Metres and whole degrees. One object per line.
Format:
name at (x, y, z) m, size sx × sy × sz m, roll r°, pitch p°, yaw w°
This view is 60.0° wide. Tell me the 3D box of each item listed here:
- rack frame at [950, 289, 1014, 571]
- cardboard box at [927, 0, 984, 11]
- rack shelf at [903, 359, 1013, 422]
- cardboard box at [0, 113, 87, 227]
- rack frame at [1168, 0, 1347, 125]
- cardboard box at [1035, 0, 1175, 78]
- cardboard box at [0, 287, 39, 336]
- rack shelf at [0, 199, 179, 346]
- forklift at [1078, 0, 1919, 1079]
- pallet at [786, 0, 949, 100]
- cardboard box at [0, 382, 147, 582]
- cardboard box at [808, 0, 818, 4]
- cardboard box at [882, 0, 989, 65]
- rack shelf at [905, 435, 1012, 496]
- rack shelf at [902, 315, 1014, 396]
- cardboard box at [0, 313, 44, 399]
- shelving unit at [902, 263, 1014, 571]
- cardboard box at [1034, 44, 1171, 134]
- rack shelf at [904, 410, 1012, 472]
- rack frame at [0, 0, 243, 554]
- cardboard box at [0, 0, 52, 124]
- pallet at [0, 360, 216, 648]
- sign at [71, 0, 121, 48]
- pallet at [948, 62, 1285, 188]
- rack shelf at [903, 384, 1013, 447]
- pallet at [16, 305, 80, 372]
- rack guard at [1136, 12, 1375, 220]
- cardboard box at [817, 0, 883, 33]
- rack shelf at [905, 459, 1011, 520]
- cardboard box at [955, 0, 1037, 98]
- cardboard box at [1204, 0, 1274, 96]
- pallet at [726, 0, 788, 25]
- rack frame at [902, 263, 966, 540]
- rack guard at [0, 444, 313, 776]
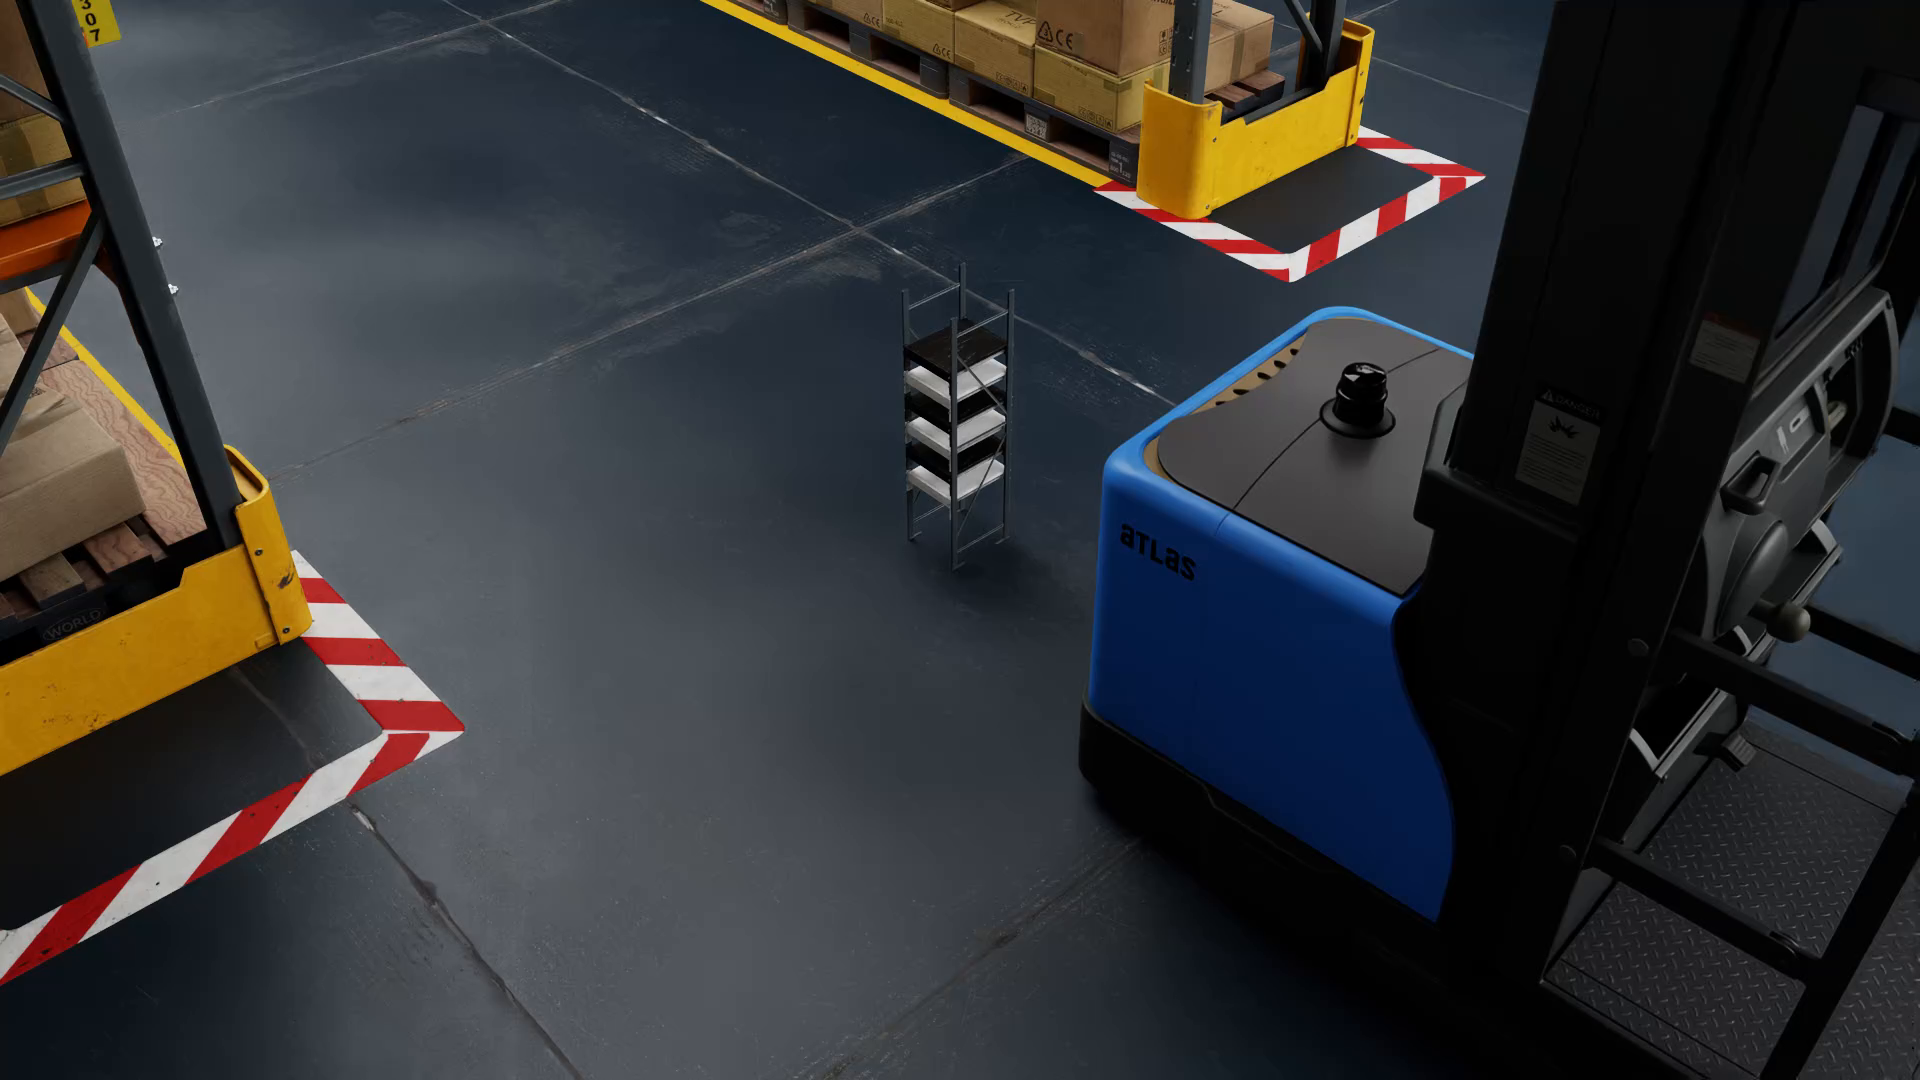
rack frame at (0.063, -0.307, 4.914) m, size 0.240 × 0.900 × 0.006 m, roll -30°, pitch 48°, yaw -32°
cardboard box at (-0.017, -2.779, 7.561) m, size 0.500 × 0.500 × 0.500 m, roll -30°, pitch 48°, yaw -32°
rack shelf at (-0.005, -0.468, 4.880) m, size 0.258 × 0.077 × 0.200 m, roll -30°, pitch 48°, yaw -32°
cardboard box at (-2.490, -1.019, 4.228) m, size 0.500 × 0.250 × 0.500 m, roll -31°, pitch 48°, yaw -33°
rack frame at (1.252, -2.815, 6.349) m, size 1.000 × 3.000 × 0.127 m, roll -30°, pitch 48°, yaw -32°
cardboard box at (0.670, -2.323, 6.996) m, size 0.500 × 0.500 × 0.500 m, roll -30°, pitch 48°, yaw -32°
cardboard box at (-3.641, -0.890, 5.604) m, size 0.500 × 0.500 × 0.700 m, roll 31°, pitch 48°, yaw 33°
rack shelf at (-3.747, -1.354, 5.112) m, size 1.077 × 0.370 × 4.000 m, roll -30°, pitch 48°, yaw -32°
forklift at (1.737, -0.087, 3.025) m, size 3.031 × 2.935 × 1.130 m, roll 30°, pitch 48°, yaw 32°
pallet at (-0.117, -2.631, 8.340) m, size 1.003 × 0.211 × 1.213 m, roll -30°, pitch 48°, yaw -32°
cardboard box at (-2.796, -0.192, 4.890) m, size 0.500 × 0.311 × 0.500 m, roll 29°, pitch 47°, yaw 31°
cardboard box at (-0.694, -2.950, 8.369) m, size 0.500 × 0.250 × 0.500 m, roll -30°, pitch 48°, yaw -32°
cardboard box at (-0.015, -2.489, 7.798) m, size 0.500 × 0.250 × 0.500 m, roll -30°, pitch 48°, yaw -32°
rack shelf at (-0.005, -0.258, 5.049) m, size 0.258 × 0.077 × 0.200 m, roll -30°, pitch 48°, yaw -32°
rack shelf at (-0.005, -0.538, 4.823) m, size 0.258 × 0.077 × 0.200 m, roll -30°, pitch 48°, yaw -32°
cardboard box at (-3.181, -0.456, 5.217) m, size 0.500 × 0.311 × 0.500 m, roll -26°, pitch 46°, yaw -28°
shelving unit at (-0.005, -0.354, 4.972) m, size 0.258 × 0.900 × 0.210 m, roll -30°, pitch 48°, yaw -32°
cardboard box at (0.672, -2.032, 7.232) m, size 0.500 × 0.250 × 0.500 m, roll -30°, pitch 48°, yaw -32°
rack shelf at (-0.005, -0.328, 4.993) m, size 0.258 × 0.077 × 0.200 m, roll -30°, pitch 48°, yaw -32°
rack frame at (-2.394, -0.709, 3.740) m, size 1.000 × 3.000 × 0.127 m, roll -30°, pitch 48°, yaw -32°
cardboard box at (-2.496, -1.298, 3.977) m, size 0.500 × 0.500 × 0.500 m, roll -30°, pitch 48°, yaw -32°
pallet at (-2.969, -0.050, 5.144) m, size 1.003 × 0.211 × 1.213 m, roll -30°, pitch 48°, yaw -32°
sign at (-1.995, -1.276, 3.754) m, size 0.100 × 0.325 × 0.005 m, roll -30°, pitch 48°, yaw -32°
pallet at (0.704, -2.067, 7.641) m, size 1.003 × 0.211 × 1.213 m, roll -30°, pitch 48°, yaw -32°
rack shelf at (-0.005, -0.398, 4.936) m, size 0.258 × 0.077 × 0.200 m, roll -30°, pitch 48°, yaw -32°
pallet at (-3.790, -0.614, 5.843) m, size 1.003 × 0.211 × 1.213 m, roll -30°, pitch 48°, yaw -32°
rack guard at (1.269, -1.832, 7.120) m, size 1.175 × 0.500 × 0.348 m, roll -30°, pitch 48°, yaw -32°
cardboard box at (-0.351, -2.721, 8.086) m, size 0.500 × 0.250 × 0.500 m, roll -30°, pitch 48°, yaw -32°
rack shelf at (-0.005, -0.188, 5.106) m, size 0.258 × 0.077 × 0.200 m, roll -30°, pitch 48°, yaw -32°
cardboard box at (0.325, -2.258, 7.513) m, size 0.500 × 0.250 × 0.500 m, roll -30°, pitch 48°, yaw -32°
cardboard box at (1.053, -2.252, 7.505) m, size 0.500 × 0.250 × 0.500 m, roll -30°, pitch 48°, yaw -32°
pallet at (-0.946, -3.196, 9.039) m, size 1.003 × 0.211 × 1.213 m, roll -30°, pitch 48°, yaw -32°
rack frame at (-0.074, -0.401, 5.030) m, size 0.240 × 0.900 × 0.006 m, roll -30°, pitch 48°, yaw -32°
rack guard at (-2.445, 0.229, 4.569) m, size 1.175 × 0.500 × 0.348 m, roll -30°, pitch 48°, yaw -32°
